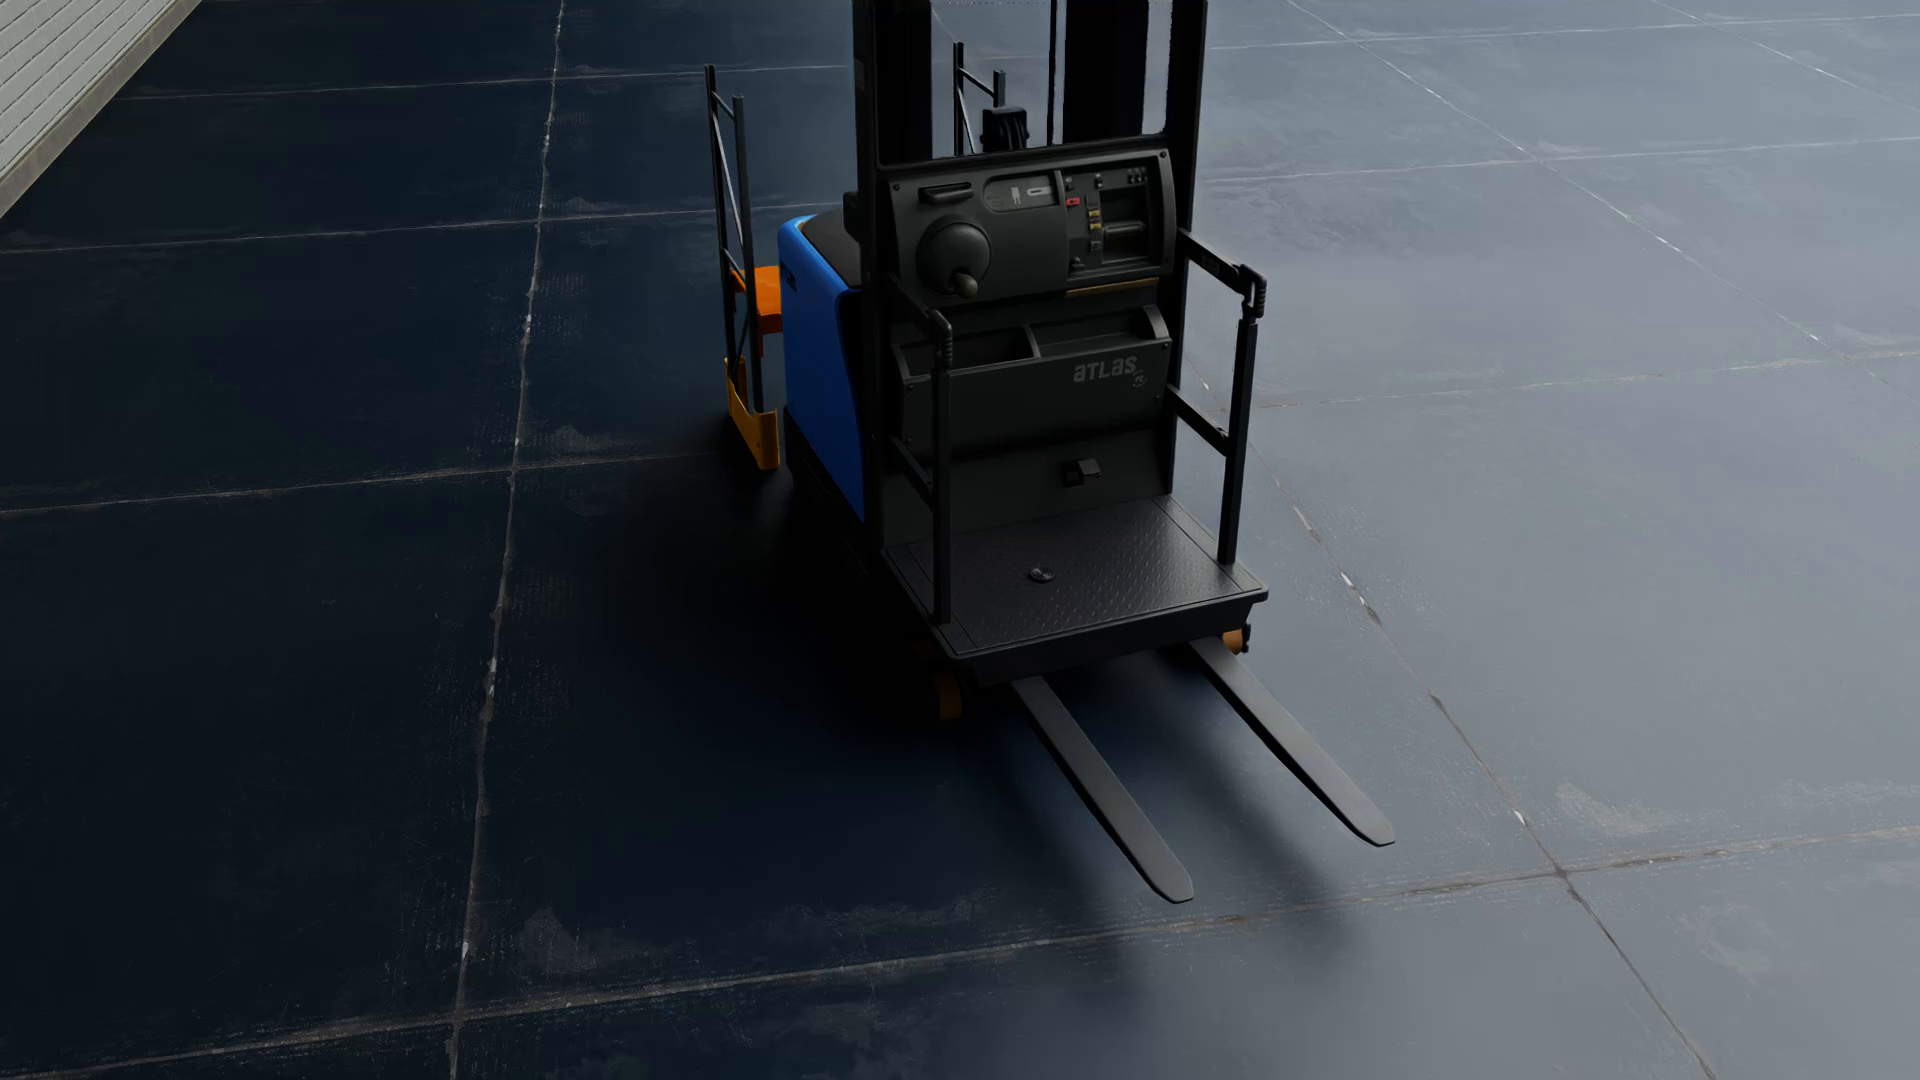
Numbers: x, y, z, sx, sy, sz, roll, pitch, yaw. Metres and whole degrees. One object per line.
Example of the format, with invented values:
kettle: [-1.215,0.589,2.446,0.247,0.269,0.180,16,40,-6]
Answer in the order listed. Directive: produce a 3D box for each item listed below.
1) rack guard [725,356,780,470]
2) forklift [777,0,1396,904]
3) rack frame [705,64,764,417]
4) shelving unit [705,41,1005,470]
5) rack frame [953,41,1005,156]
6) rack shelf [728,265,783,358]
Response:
rack guard: [-0.866,-0.535,6.913,0.087,0.250,0.587,-11,32,-17]
forklift: [0.311,-0.922,4.927,1.130,2.935,3.031,-11,32,-18]
rack frame: [-0.884,-1.070,6.591,0.032,1.500,0.500,-11,32,-17]
shelving unit: [-0.398,-1.161,6.744,1.083,1.500,0.587,-11,32,-17]
rack frame: [0.070,-1.248,6.893,0.032,1.500,0.500,-11,32,-17]
rack shelf: [-0.407,-1.004,6.833,1.000,0.185,0.538,-11,32,-17]
